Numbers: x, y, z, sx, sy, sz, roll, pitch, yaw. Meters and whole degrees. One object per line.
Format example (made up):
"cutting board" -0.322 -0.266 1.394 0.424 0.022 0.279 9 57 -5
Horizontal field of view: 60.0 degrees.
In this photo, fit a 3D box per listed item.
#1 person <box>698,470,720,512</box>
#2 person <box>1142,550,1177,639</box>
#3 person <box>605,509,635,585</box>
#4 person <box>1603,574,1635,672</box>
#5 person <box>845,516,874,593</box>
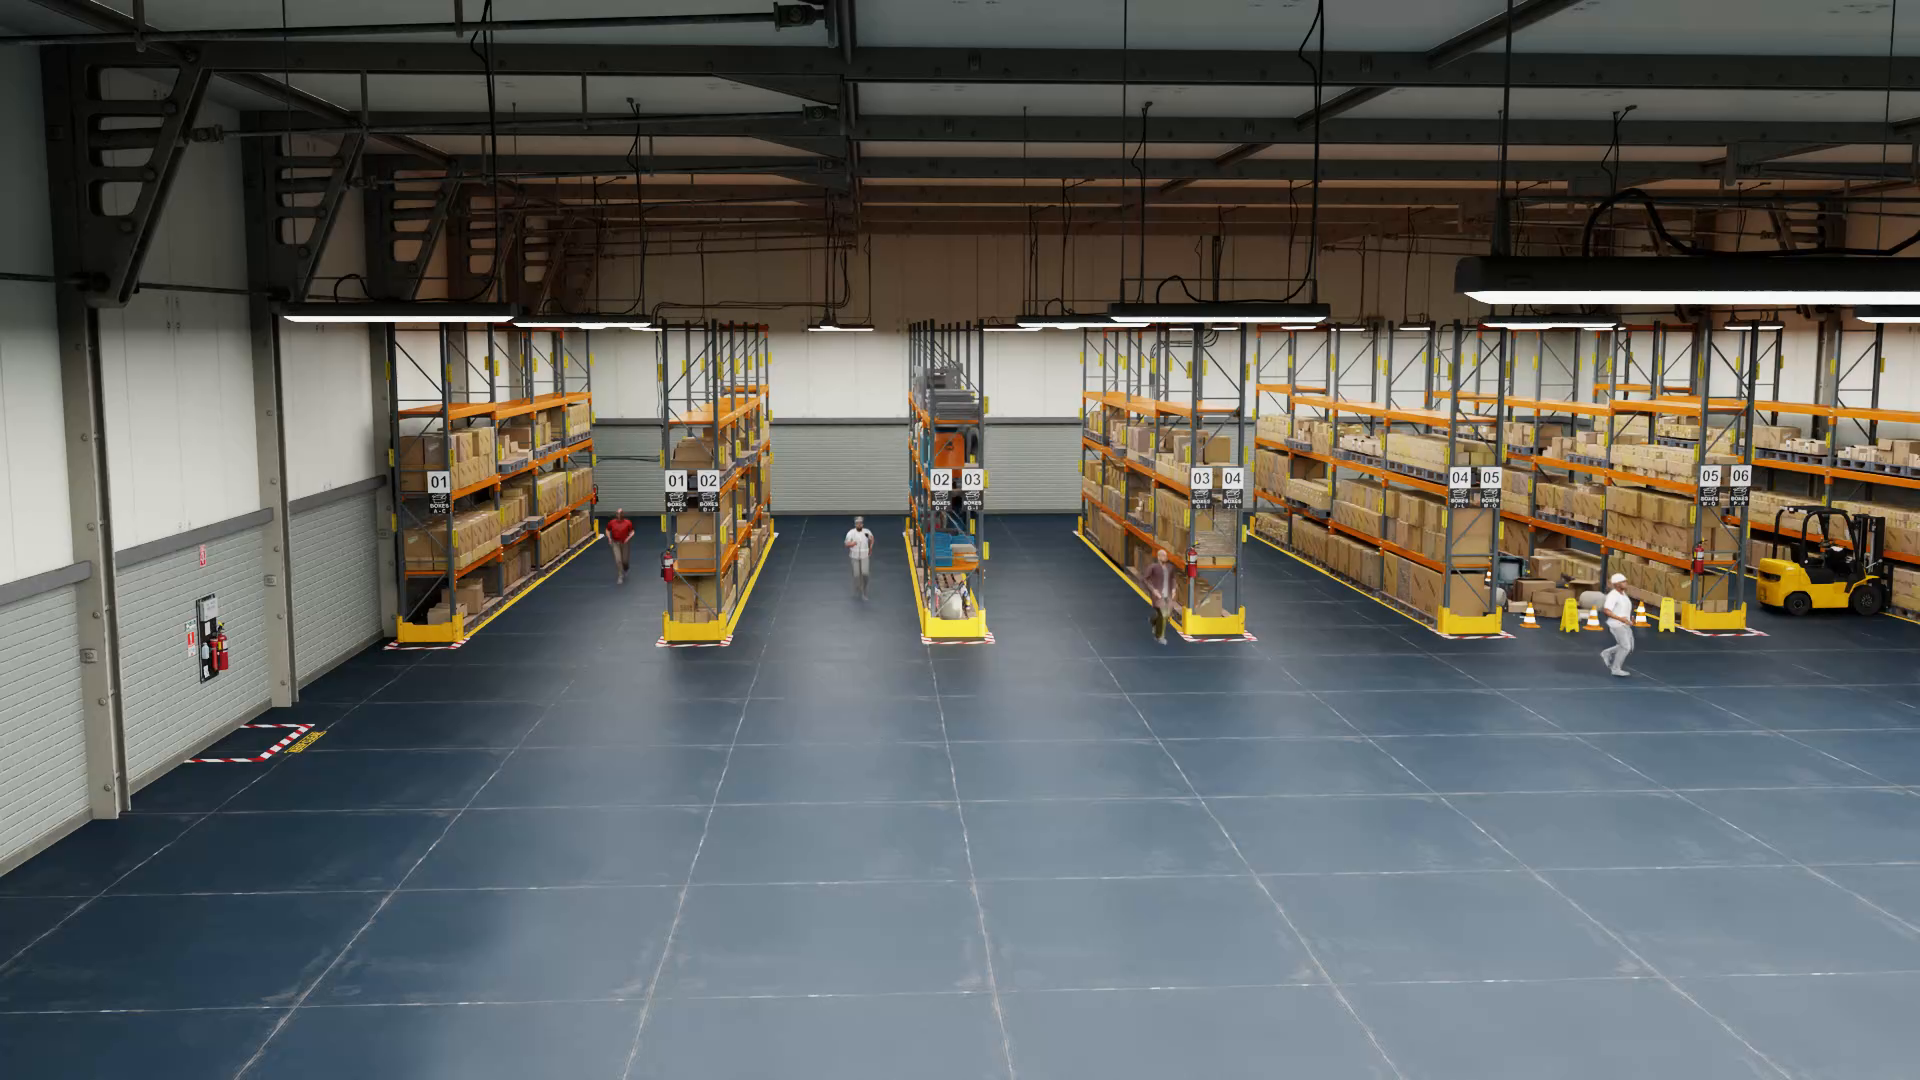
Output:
"person" 5.792 0.665 28.187 11.734 3.203 18.879 -6 9 -42
"person" 3.727 0.998 31.095 0.740 1.653 0.646 -4 8 -30
"person" -7.865 0.132 38.493 0.671 1.719 0.751 -1 7 -11
"person" 11.091 1.394 27.960 0.554 1.660 0.697 6 9 41
"person" -2.173 0.306 36.032 0.640 1.652 0.732 -1 7 -4
